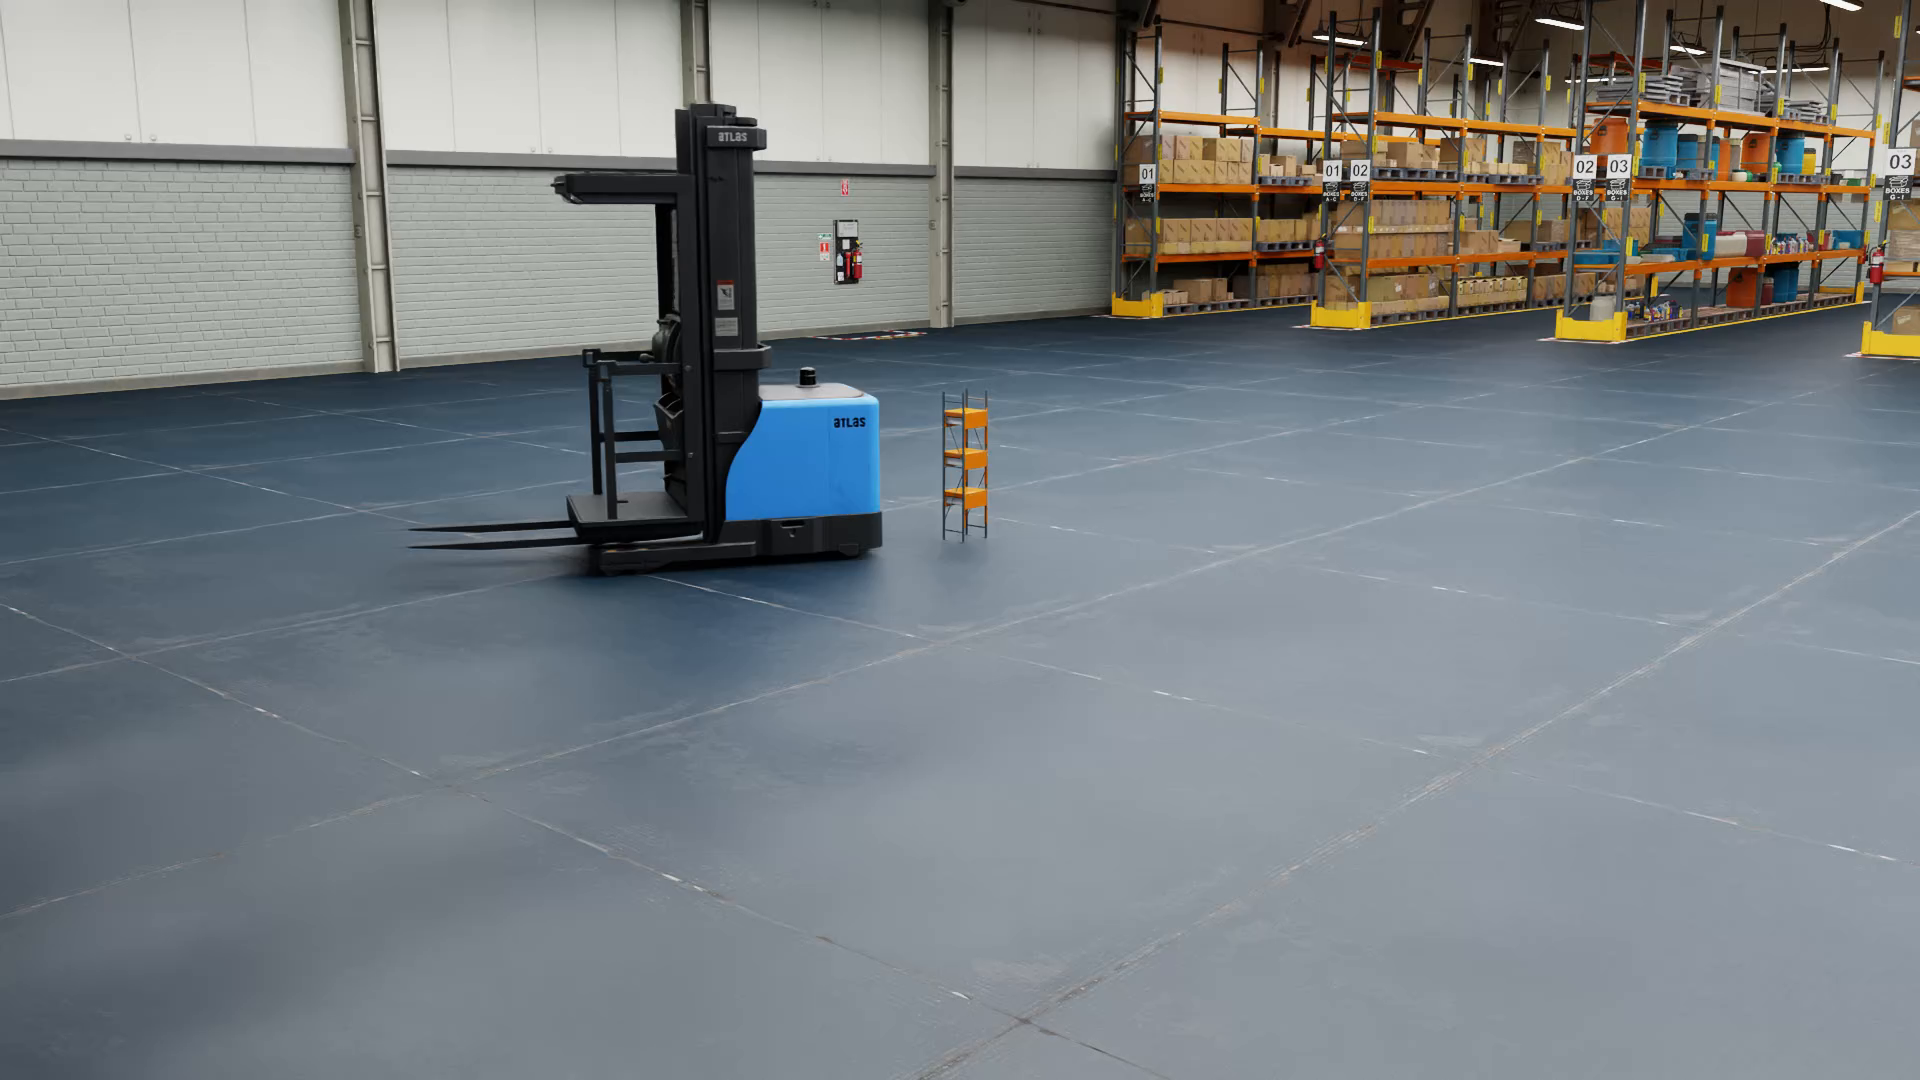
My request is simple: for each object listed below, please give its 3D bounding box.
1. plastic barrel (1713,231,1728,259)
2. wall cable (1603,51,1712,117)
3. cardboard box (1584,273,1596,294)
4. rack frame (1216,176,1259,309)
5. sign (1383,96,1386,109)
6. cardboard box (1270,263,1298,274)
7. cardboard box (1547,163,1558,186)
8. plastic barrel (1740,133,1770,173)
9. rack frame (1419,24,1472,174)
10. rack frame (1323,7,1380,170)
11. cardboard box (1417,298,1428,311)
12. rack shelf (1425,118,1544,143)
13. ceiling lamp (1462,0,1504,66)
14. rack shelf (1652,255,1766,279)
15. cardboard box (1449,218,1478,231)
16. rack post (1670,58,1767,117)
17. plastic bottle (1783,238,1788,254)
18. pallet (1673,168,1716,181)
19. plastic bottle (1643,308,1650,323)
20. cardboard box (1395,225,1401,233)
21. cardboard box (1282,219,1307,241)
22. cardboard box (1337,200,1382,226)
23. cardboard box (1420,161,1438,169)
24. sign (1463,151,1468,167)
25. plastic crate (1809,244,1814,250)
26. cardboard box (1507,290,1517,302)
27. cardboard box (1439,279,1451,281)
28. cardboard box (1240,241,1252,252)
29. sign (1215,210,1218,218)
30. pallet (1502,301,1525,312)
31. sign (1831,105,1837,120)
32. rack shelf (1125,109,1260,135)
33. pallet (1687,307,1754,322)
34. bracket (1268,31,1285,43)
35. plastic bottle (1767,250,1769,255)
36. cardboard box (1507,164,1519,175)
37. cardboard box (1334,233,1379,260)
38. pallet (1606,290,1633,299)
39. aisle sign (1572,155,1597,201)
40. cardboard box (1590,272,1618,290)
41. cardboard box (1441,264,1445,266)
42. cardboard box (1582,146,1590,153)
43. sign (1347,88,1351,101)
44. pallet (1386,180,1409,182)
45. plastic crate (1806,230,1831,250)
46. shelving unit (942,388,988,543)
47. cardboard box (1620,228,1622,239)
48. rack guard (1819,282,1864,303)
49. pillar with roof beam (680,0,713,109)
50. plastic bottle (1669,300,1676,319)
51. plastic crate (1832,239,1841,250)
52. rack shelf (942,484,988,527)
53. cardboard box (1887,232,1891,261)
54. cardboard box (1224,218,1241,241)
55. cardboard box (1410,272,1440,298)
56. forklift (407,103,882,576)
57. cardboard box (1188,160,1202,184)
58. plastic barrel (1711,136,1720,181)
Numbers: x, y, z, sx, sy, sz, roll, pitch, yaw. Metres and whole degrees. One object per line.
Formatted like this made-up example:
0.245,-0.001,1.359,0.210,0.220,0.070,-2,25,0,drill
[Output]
15.151,-5.919,33.342,0.433,0.535,0.433,0,11,0,plastic barrel
20.384,-13.011,48.911,3.097,2.526,0.112,10,15,40,wall cable
15.322,-6.331,41.007,0.500,0.500,0.500,10,15,40,cardboard box
6.428,-6.913,38.666,1.000,3.000,0.127,10,15,40,rack frame
11.308,-11.643,44.241,0.100,0.325,0.005,10,15,40,sign
7.873,-6.595,40.415,0.500,0.250,0.500,10,15,40,cardboard box
13.391,-8.525,38.823,0.910,0.500,0.500,10,15,40,cardboard box
16.887,-8.191,35.238,0.600,0.830,0.708,10,15,40,plastic barrel
10.152,-9.215,34.874,1.000,3.000,0.127,10,15,40,rack frame
7.511,-8.627,31.928,1.000,3.000,0.127,10,15,40,rack frame
9.353,-4.887,34.467,0.500,0.250,0.500,10,15,40,cardboard box
11.472,-8.961,36.457,1.077,0.370,4.000,10,15,40,rack shelf
13.266,-13.409,40.968,0.800,3.185,2.000,10,15,40,ceiling lamp
15.190,-5.574,33.796,1.077,0.370,4.000,10,15,40,rack shelf
14.020,-8.750,47.093,0.980,0.700,0.700,11,16,43,cardboard box
15.105,-8.973,33.151,1.013,1.000,3.121,10,15,40,rack post
18.063,-6.446,36.450,0.144,0.351,0.185,10,15,40,plastic bottle
13.467,-6.892,31.382,1.213,0.211,1.003,10,15,40,pallet
12.660,-4.148,30.664,0.097,0.271,0.097,0,11,0,plastic bottle
8.612,-6.234,33.353,0.380,0.149,0.250,9,14,38,cardboard box
7.960,-7.510,40.274,0.700,0.500,0.500,10,15,40,cardboard box
7.864,-6.445,32.753,0.700,0.500,0.500,10,15,41,cardboard box
9.561,-7.683,34.072,0.380,0.149,0.250,10,15,40,cardboard box
10.570,-7.965,34.751,0.100,0.325,0.005,10,15,40,sign
19.565,-6.759,38.416,0.396,0.136,0.243,10,15,40,plastic crate
12.290,-5.534,37.709,0.500,0.250,0.500,10,15,40,cardboard box
10.542,-5.580,36.506,0.500,0.311,0.500,10,15,42,cardboard box
6.343,-6.741,38.133,0.500,0.250,0.500,10,15,40,cardboard box
6.009,-7.552,38.909,0.100,0.325,0.005,10,15,40,sign
12.219,-5.378,38.100,1.003,0.211,1.213,10,15,40,pallet
19.563,-9.577,37.221,0.100,0.325,0.005,10,15,40,sign
5.108,-9.206,36.675,1.077,0.370,4.000,10,15,40,rack shelf
15.970,-4.744,34.927,1.003,0.211,1.213,10,15,40,pallet
7.553,-12.022,39.739,0.235,0.232,0.430,10,15,40,bracket
17.200,-6.173,35.467,0.097,0.201,0.097,0,11,0,plastic bottle
12.202,-8.312,37.319,0.500,0.250,0.500,10,15,42,cardboard box
7.829,-5.801,32.841,0.700,0.500,0.500,10,15,40,cardboard box
16.692,-6.364,43.036,1.003,0.211,1.213,10,15,40,pallet
10.959,-6.346,29.191,0.394,0.787,0.004,10,15,40,aisle sign
16.669,-6.719,42.943,0.797,0.503,0.637,10,15,40,cardboard box
13.395,-7.794,46.729,0.380,0.149,0.250,10,15,41,cardboard box
15.725,-9.537,41.336,0.700,0.500,0.500,10,15,40,cardboard box
9.483,-10.872,40.581,0.100,0.325,0.005,10,15,40,sign
11.141,-9.326,43.576,0.805,0.209,1.217,9,14,38,pallet
19.929,-6.969,38.629,0.402,0.464,0.583,10,15,40,plastic crate
0.035,-0.523,11.648,0.215,1.050,0.252,10,15,40,shelving unit
16.641,-7.688,42.290,0.500,0.500,0.500,10,15,40,cardboard box
21.797,-6.177,41.363,1.175,0.500,0.348,10,15,40,rack guard
-1.088,-7.159,24.581,9.100,9.000,0.400,10,15,40,pillar with roof beam
13.535,-4.389,31.666,0.144,0.351,0.185,9,14,38,plastic bottle
20.628,-7.010,39.424,0.416,0.233,0.300,10,15,40,plastic crate
0.035,-0.240,11.704,0.215,0.259,0.240,10,15,40,rack shelf
15.574,-4.765,26.894,0.875,0.500,0.500,10,15,40,cardboard box
6.023,-7.034,37.685,0.500,0.500,0.500,10,15,40,cardboard box
9.671,-5.330,34.773,0.500,0.500,0.500,10,15,40,cardboard box
-2.096,-1.325,10.864,3.031,2.935,1.130,-3,12,-17,forklift
4.917,-8.023,36.256,0.500,0.500,0.500,11,16,43,cardboard box
14.906,-7.644,33.388,0.600,0.901,0.708,10,15,40,plastic barrel
